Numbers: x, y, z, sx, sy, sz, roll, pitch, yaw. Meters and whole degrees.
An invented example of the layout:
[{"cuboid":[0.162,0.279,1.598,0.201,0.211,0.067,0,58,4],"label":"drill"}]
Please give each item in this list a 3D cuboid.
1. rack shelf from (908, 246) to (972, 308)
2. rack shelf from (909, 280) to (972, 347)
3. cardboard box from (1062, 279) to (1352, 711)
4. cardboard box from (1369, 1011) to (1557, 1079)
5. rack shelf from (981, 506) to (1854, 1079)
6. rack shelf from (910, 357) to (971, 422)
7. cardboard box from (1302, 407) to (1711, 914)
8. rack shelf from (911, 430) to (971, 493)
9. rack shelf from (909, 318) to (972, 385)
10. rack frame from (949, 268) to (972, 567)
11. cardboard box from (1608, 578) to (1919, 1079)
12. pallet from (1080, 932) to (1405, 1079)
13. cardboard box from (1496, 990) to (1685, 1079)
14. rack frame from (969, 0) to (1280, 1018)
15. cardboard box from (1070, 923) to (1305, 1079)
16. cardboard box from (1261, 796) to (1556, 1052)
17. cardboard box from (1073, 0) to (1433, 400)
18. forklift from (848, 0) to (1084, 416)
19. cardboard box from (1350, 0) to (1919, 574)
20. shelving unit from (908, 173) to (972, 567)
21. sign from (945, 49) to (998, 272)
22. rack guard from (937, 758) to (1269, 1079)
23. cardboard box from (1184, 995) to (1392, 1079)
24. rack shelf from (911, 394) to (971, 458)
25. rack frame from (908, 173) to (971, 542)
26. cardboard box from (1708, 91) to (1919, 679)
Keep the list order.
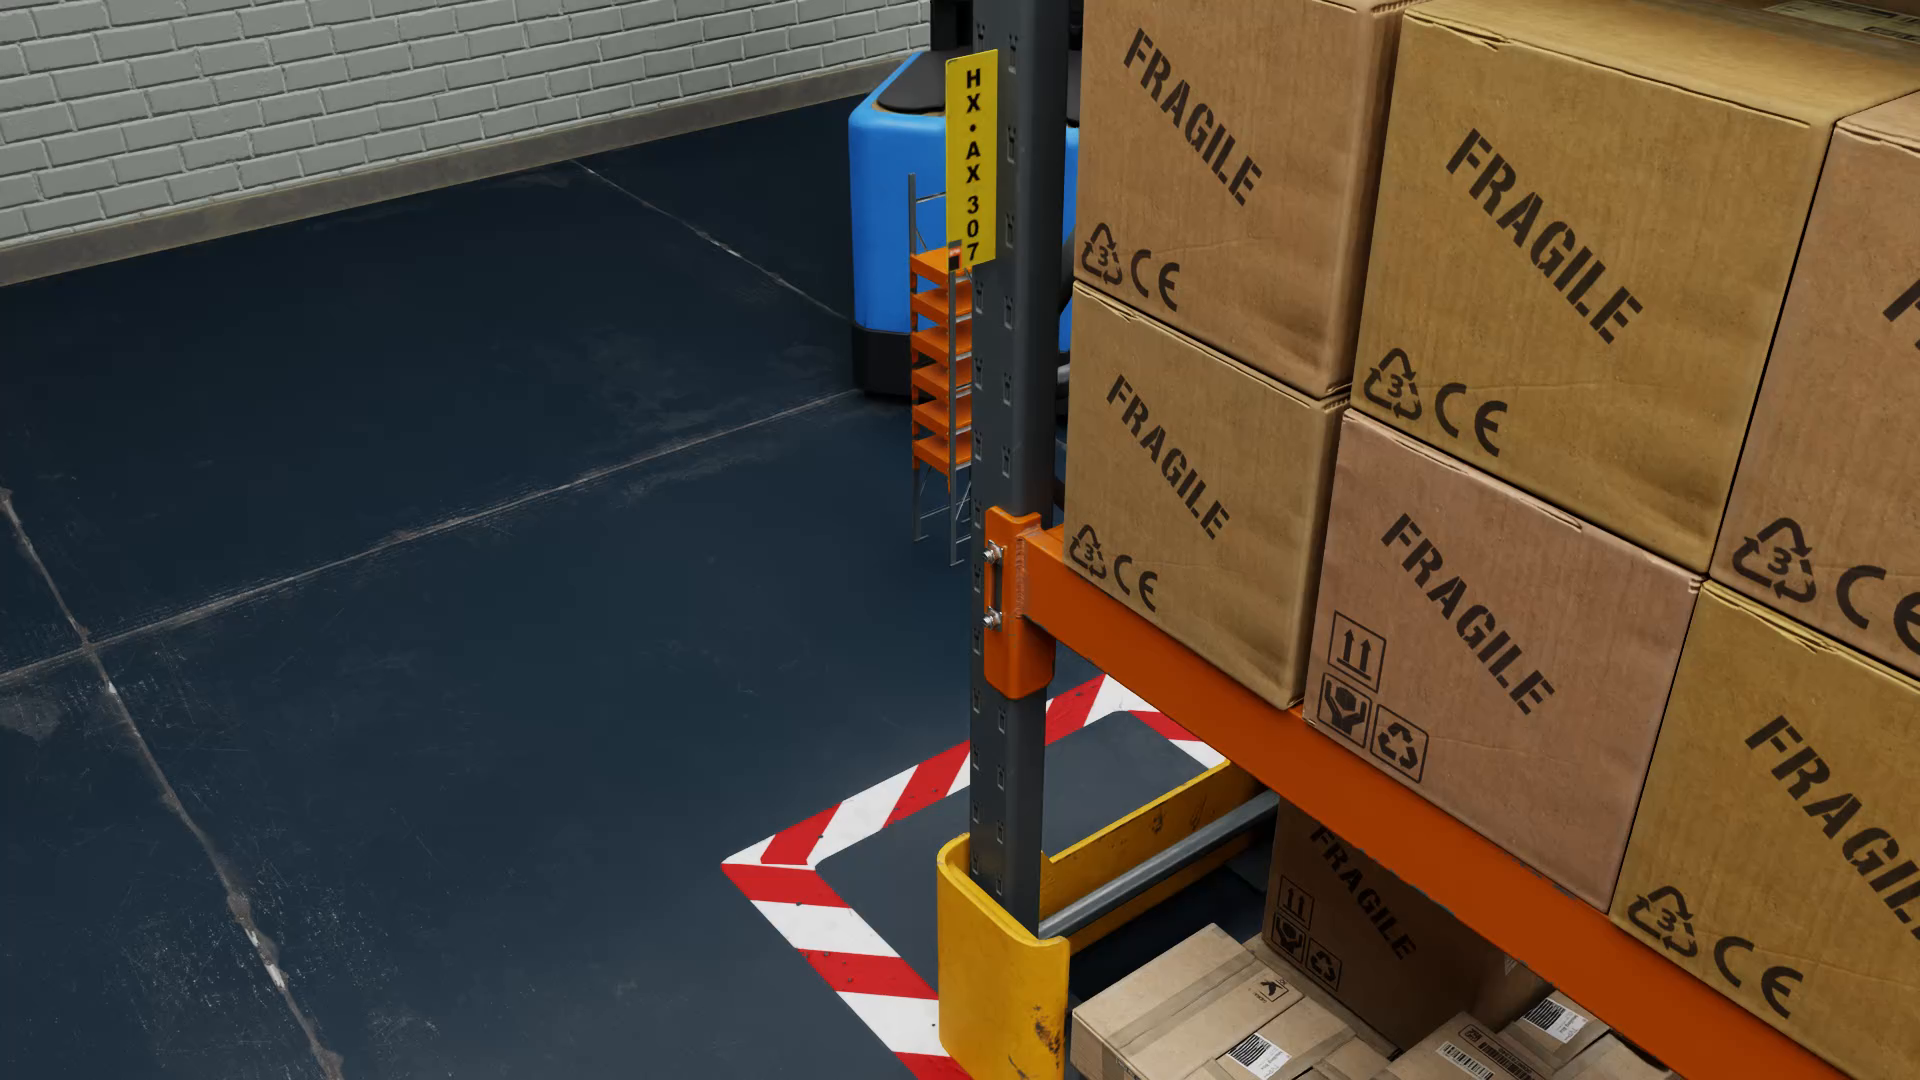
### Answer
[{"cuboid":[0.009,-0.772,4.757,0.258,0.103,0.180,-22,38,-31],"label":"rack shelf"},{"cuboid":[0.009,-0.670,4.821,0.258,0.103,0.180,-22,38,-31],"label":"rack shelf"},{"cuboid":[0.512,-0.146,2.547,0.500,0.500,0.500,-21,38,-30],"label":"cardboard box"},{"cuboid":[0.865,1.134,2.770,0.500,0.250,0.500,-22,38,-31],"label":"cardboard box"},{"cuboid":[1.675,0.765,1.856,1.077,0.370,4.000,-22,38,-31],"label":"rack shelf"},{"cuboid":[0.009,-0.466,4.947,0.258,0.103,0.180,-22,38,-31],"label":"rack shelf"},{"cuboid":[0.833,0.067,2.204,0.500,0.500,0.500,-23,38,-32],"label":"cardboard box"},{"cuboid":[0.009,-0.262,5.074,0.258,0.103,0.180,-22,38,-31],"label":"rack shelf"},{"cuboid":[0.009,-0.568,4.884,0.258,0.103,0.180,-22,38,-31],"label":"rack shelf"},{"cuboid":[0.065,-0.466,4.862,0.240,1.200,0.006,-22,38,-31],"label":"rack frame"},{"cuboid":[1.138,0.278,1.865,0.500,0.500,0.500,-22,38,-32],"label":"cardboard box"},{"cuboid":[0.985,1.175,3.159,1.003,0.211,1.213,-22,38,-31],"label":"pallet"},{"cuboid":[1.154,0.988,3.085,0.380,0.166,0.250,-22,38,-31],"label":"cardboard box"},{"cuboid":[0.449,-0.374,3.009,1.000,3.000,0.127,-22,38,-31],"label":"rack frame"},{"cuboid":[0.434,0.936,3.185,0.380,0.149,0.250,-22,38,-31],"label":"cardboard box"},{"cuboid":[0.977,0.648,3.316,0.500,0.500,0.500,-22,38,-31],"label":"cardboard box"},{"cuboid":[0.512,-0.571,2.283,0.500,0.500,0.500,-21,38,-30],"label":"cardboard box"},{"cuboid":[0.487,-2.429,6.383,1.130,2.935,3.031,8,33,13],"label":"forklift"},{"cuboid":[0.839,-0.355,1.937,0.500,0.500,0.500,-22,38,-31],"label":"cardboard box"},{"cuboid":[0.009,-0.504,4.924,0.258,1.200,0.189,-22,38,-31],"label":"shelving unit"},{"cuboid":[0.020,-0.566,2.497,0.100,0.325,0.005,-22,38,-31],"label":"sign"},{"cuboid":[0.495,0.720,3.617,1.175,0.500,0.348,-22,38,-31],"label":"rack guard"},{"cuboid":[0.587,1.033,3.012,0.380,0.166,0.250,-22,38,-31],"label":"cardboard box"},{"cuboid":[0.009,-0.364,5.010,0.258,0.103,0.180,-22,38,-31],"label":"rack shelf"},{"cuboid":[-0.047,-0.542,4.985,0.240,1.200,0.006,-22,38,-31],"label":"rack frame"},{"cuboid":[1.142,-0.145,1.598,0.500,0.500,0.500,-22,38,-31],"label":"cardboard box"}]
